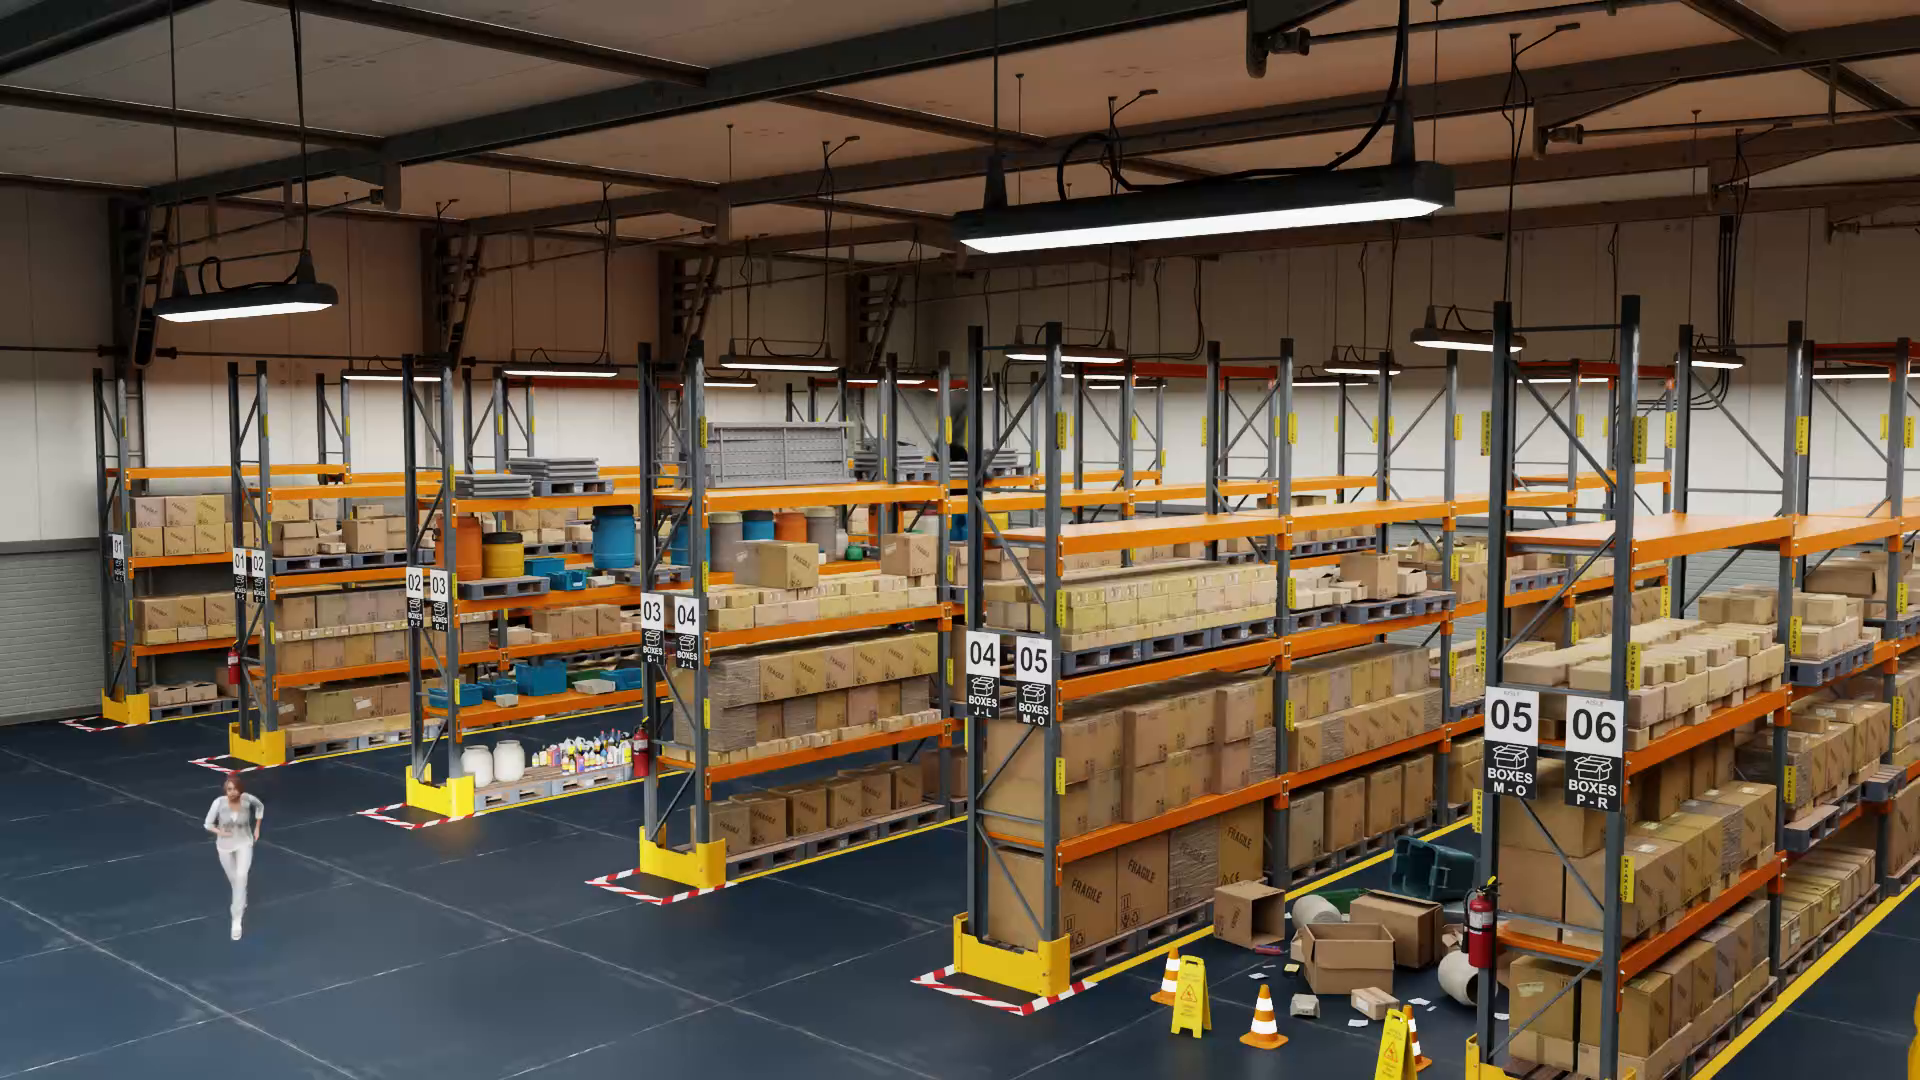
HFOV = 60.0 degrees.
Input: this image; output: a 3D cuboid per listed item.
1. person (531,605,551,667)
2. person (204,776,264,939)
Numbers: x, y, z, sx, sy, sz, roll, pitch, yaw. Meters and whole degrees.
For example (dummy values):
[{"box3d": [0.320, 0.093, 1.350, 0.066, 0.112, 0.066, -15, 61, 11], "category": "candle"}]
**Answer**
[{"box3d": [-7.849, 2.046, 31.440, 0.585, 1.639, 0.727, 3, 5, 39], "category": "person"}, {"box3d": [-7.346, 3.142, 16.874, 0.539, 1.596, 0.951, -1, 4, -16], "category": "person"}]
